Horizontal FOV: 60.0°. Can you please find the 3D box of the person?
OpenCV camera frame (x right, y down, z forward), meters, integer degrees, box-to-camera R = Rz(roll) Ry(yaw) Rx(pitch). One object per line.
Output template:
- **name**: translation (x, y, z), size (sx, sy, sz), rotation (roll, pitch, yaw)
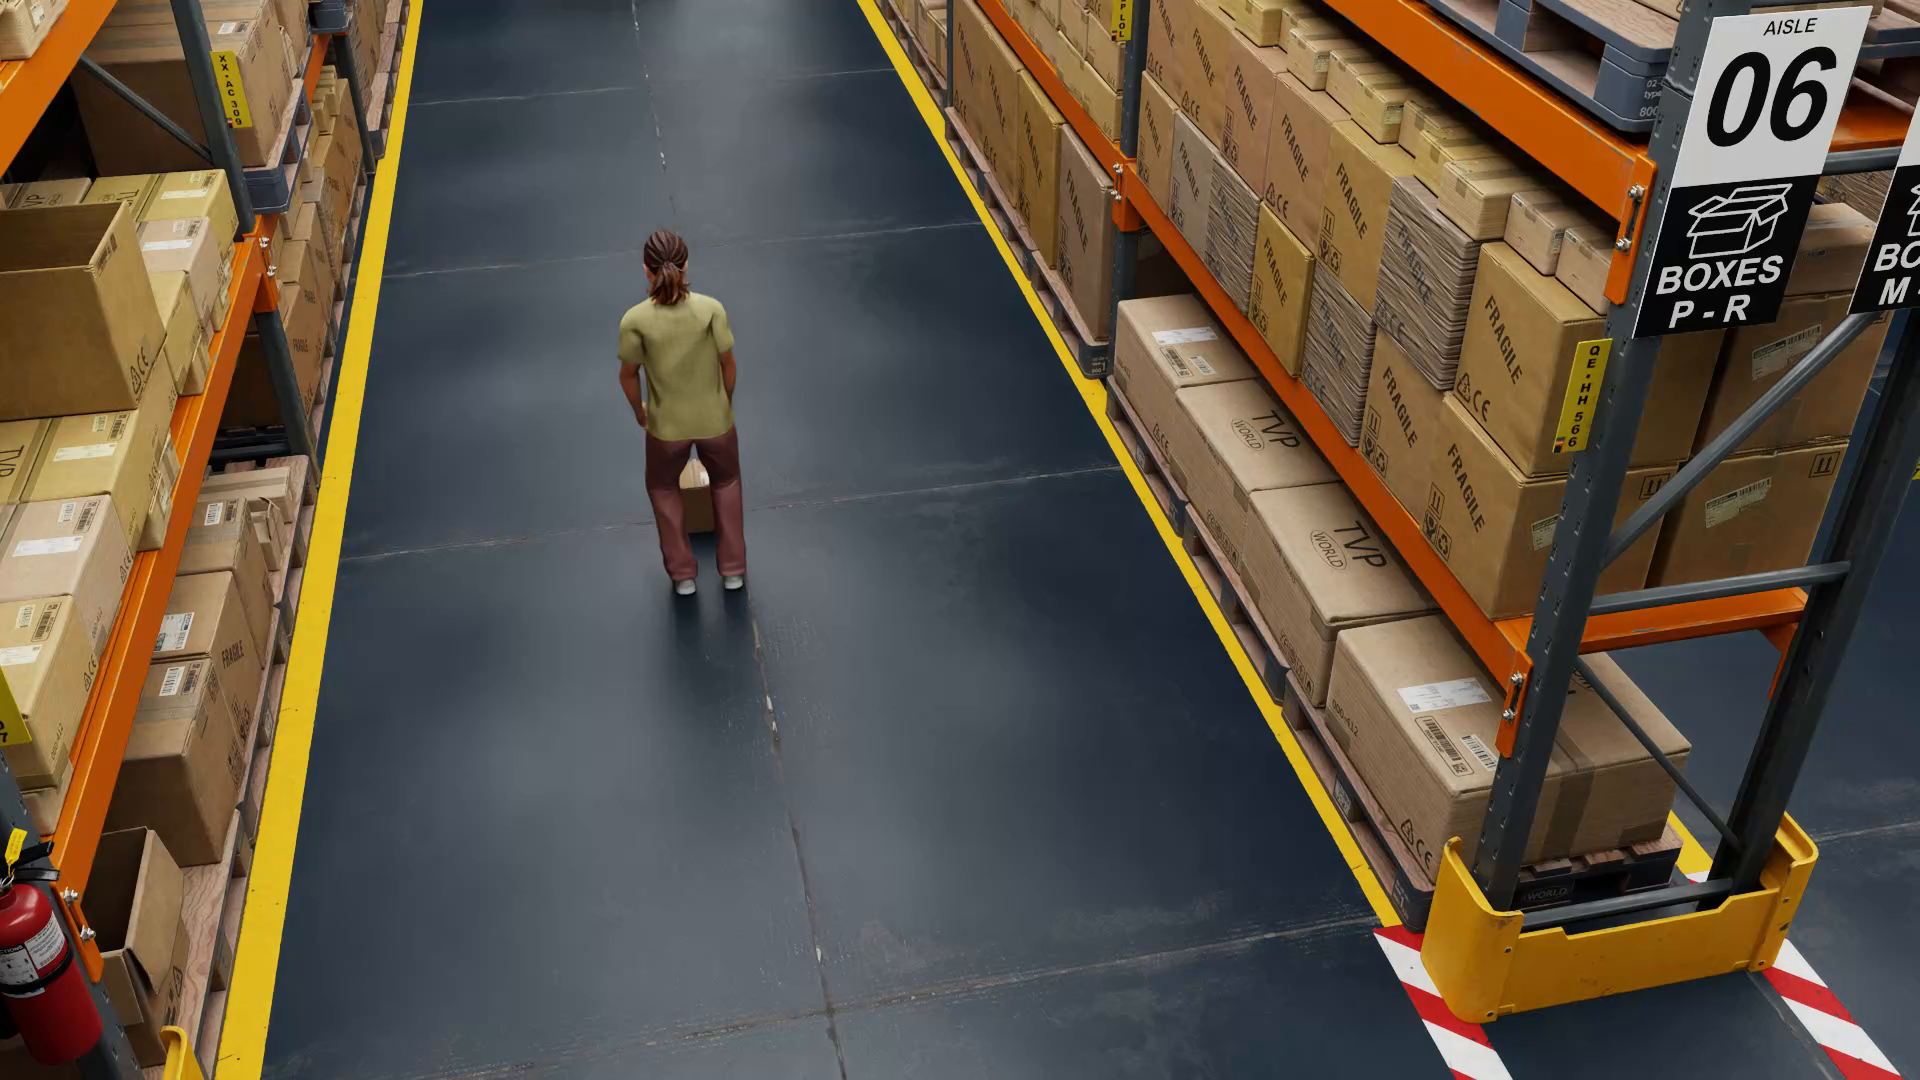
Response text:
- **person**: translation (-1.156, -0.502, 6.949), size (0.478, 1.603, 0.426), rotation (-6, 35, -9)
